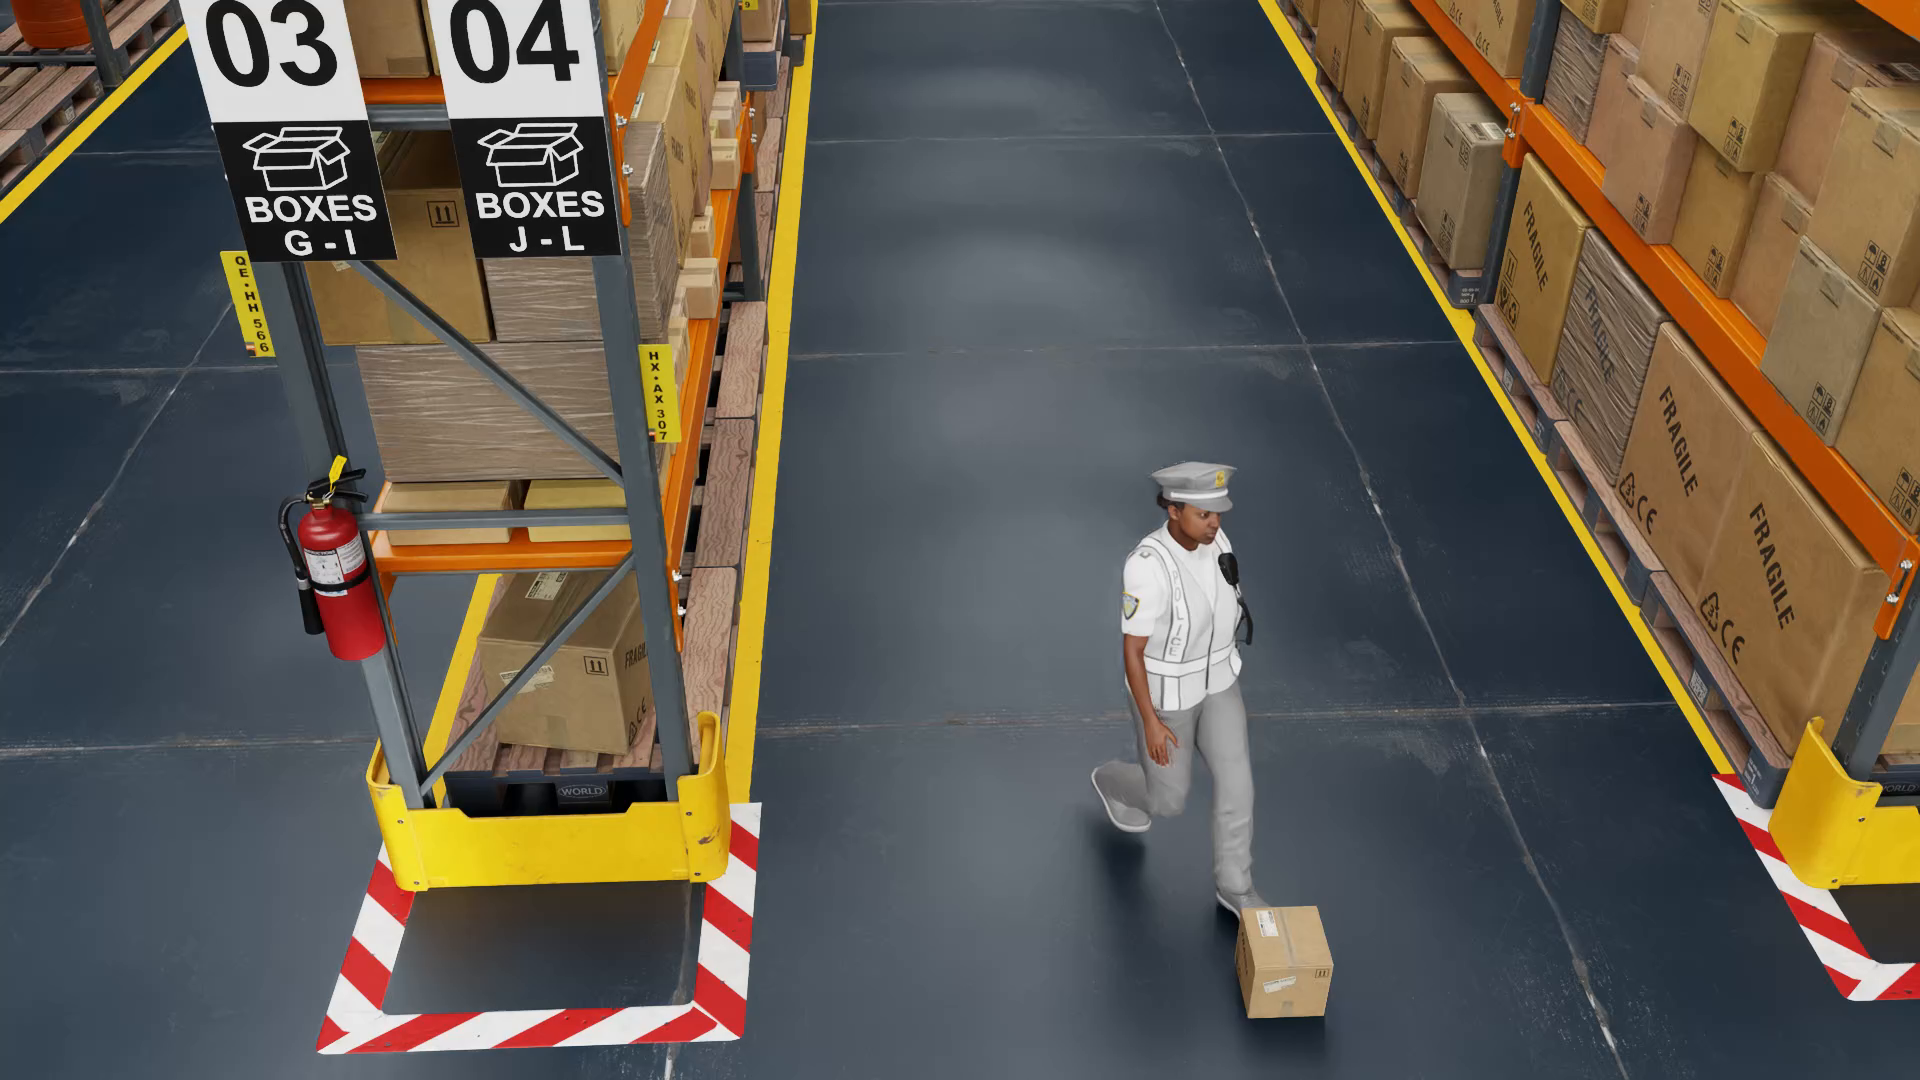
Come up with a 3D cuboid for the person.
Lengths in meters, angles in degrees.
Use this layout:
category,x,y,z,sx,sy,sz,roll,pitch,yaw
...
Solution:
category,x,y,z,sx,sy,sz,roll,pitch,yaw
person,0.796,0.516,5.441,0.497,1.616,0.878,-21,40,-26
